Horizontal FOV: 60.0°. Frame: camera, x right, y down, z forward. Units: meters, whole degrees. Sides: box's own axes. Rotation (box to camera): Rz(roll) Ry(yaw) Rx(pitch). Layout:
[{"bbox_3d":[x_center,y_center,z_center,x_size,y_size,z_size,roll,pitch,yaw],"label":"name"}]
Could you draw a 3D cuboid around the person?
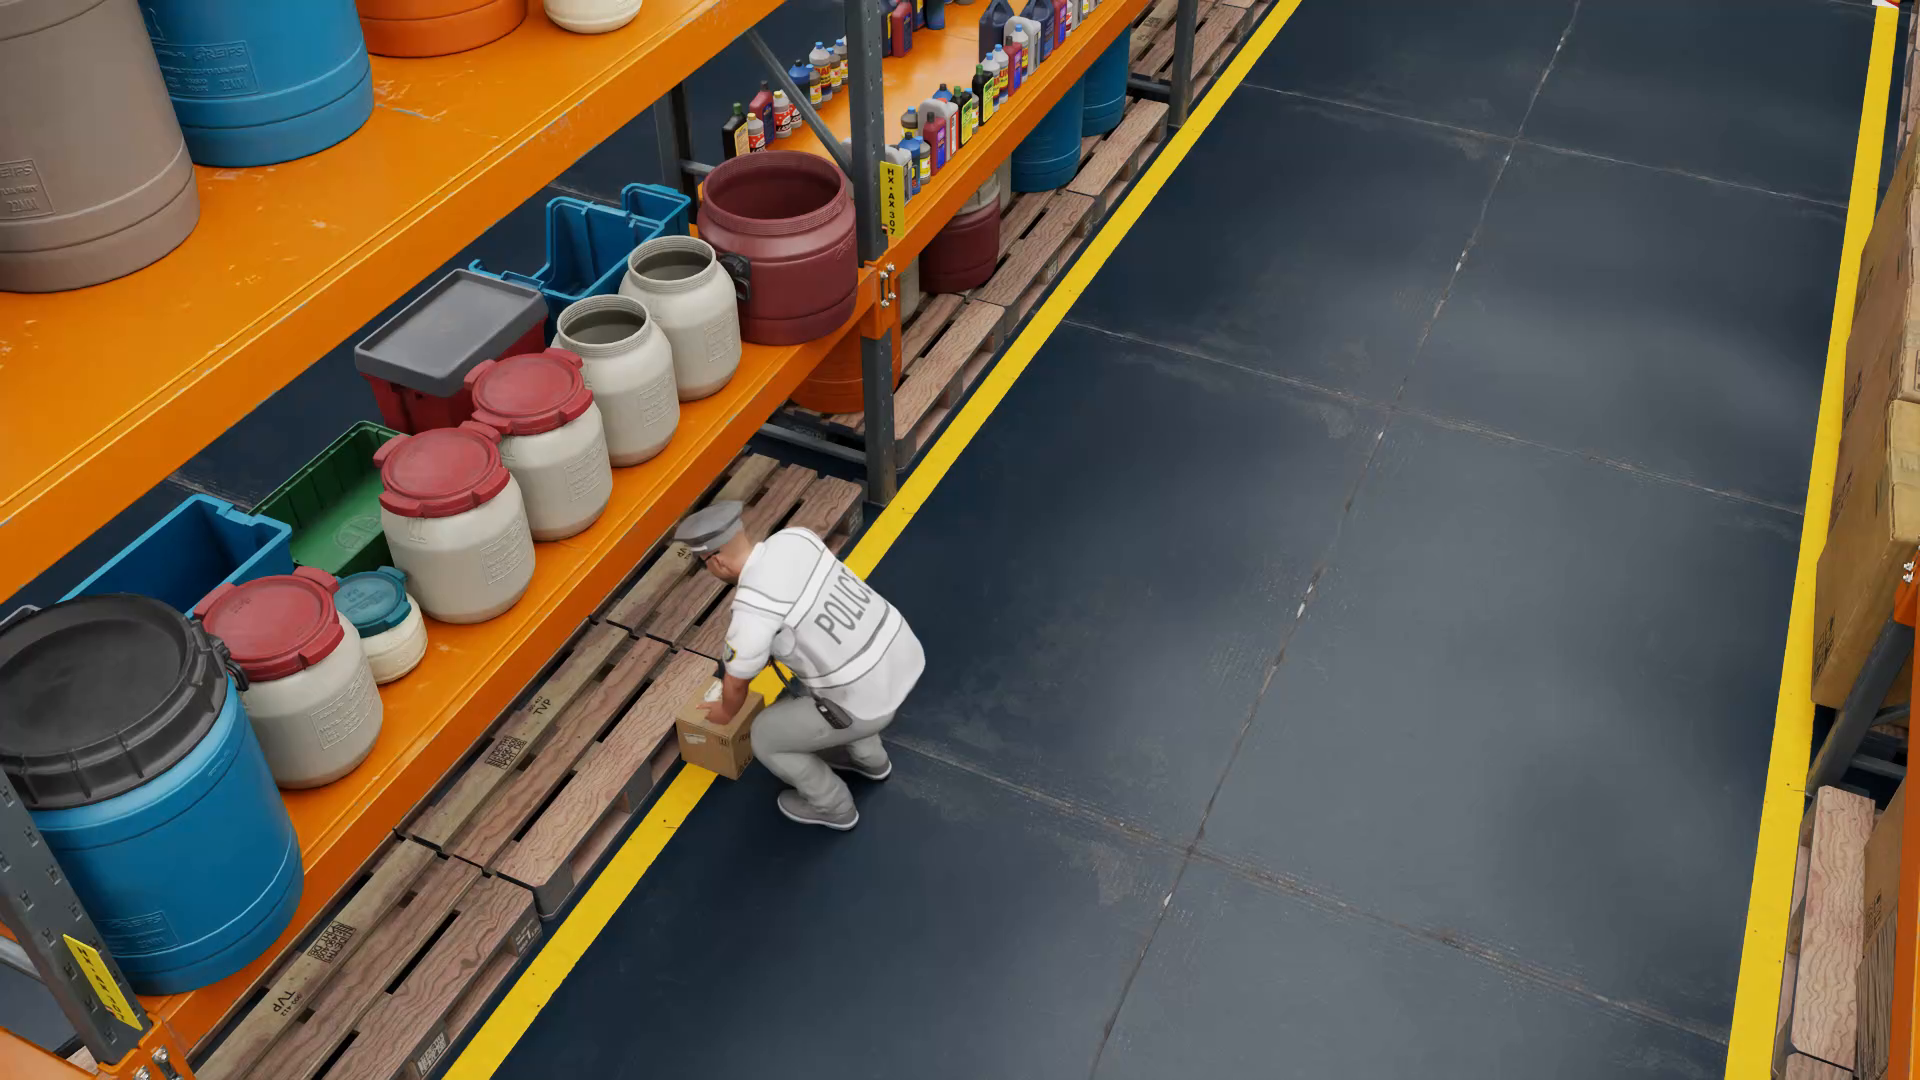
[{"bbox_3d":[-0.568,0.466,5.960,0.855,1.321,0.588,17,45,18],"label":"person"}]
